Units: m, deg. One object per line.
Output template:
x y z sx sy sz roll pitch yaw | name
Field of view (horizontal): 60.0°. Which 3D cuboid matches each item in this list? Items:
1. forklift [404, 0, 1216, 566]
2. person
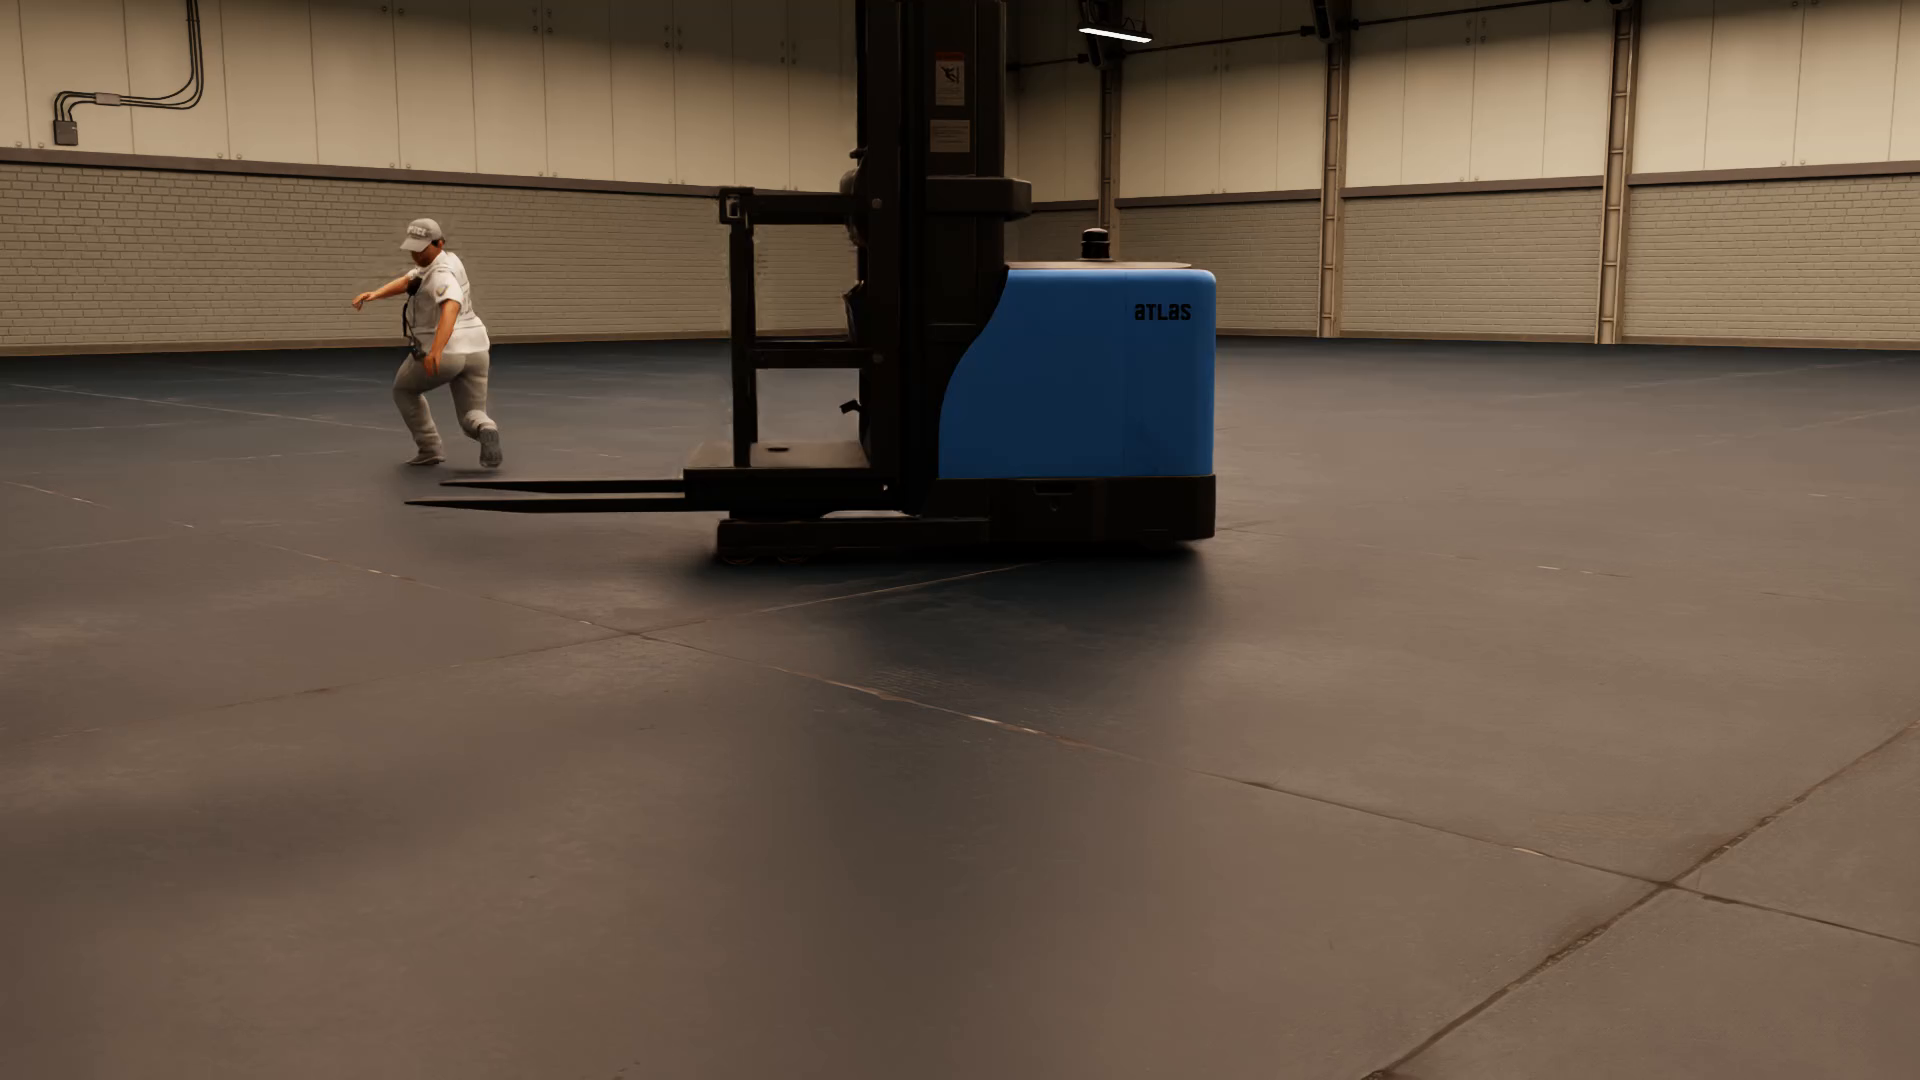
-0.578 -1.438 6.422 3.031 2.935 1.130 -1 9 -5 | forklift
-2.920 -1.069 9.302 0.915 1.433 0.660 5 10 31 | person
